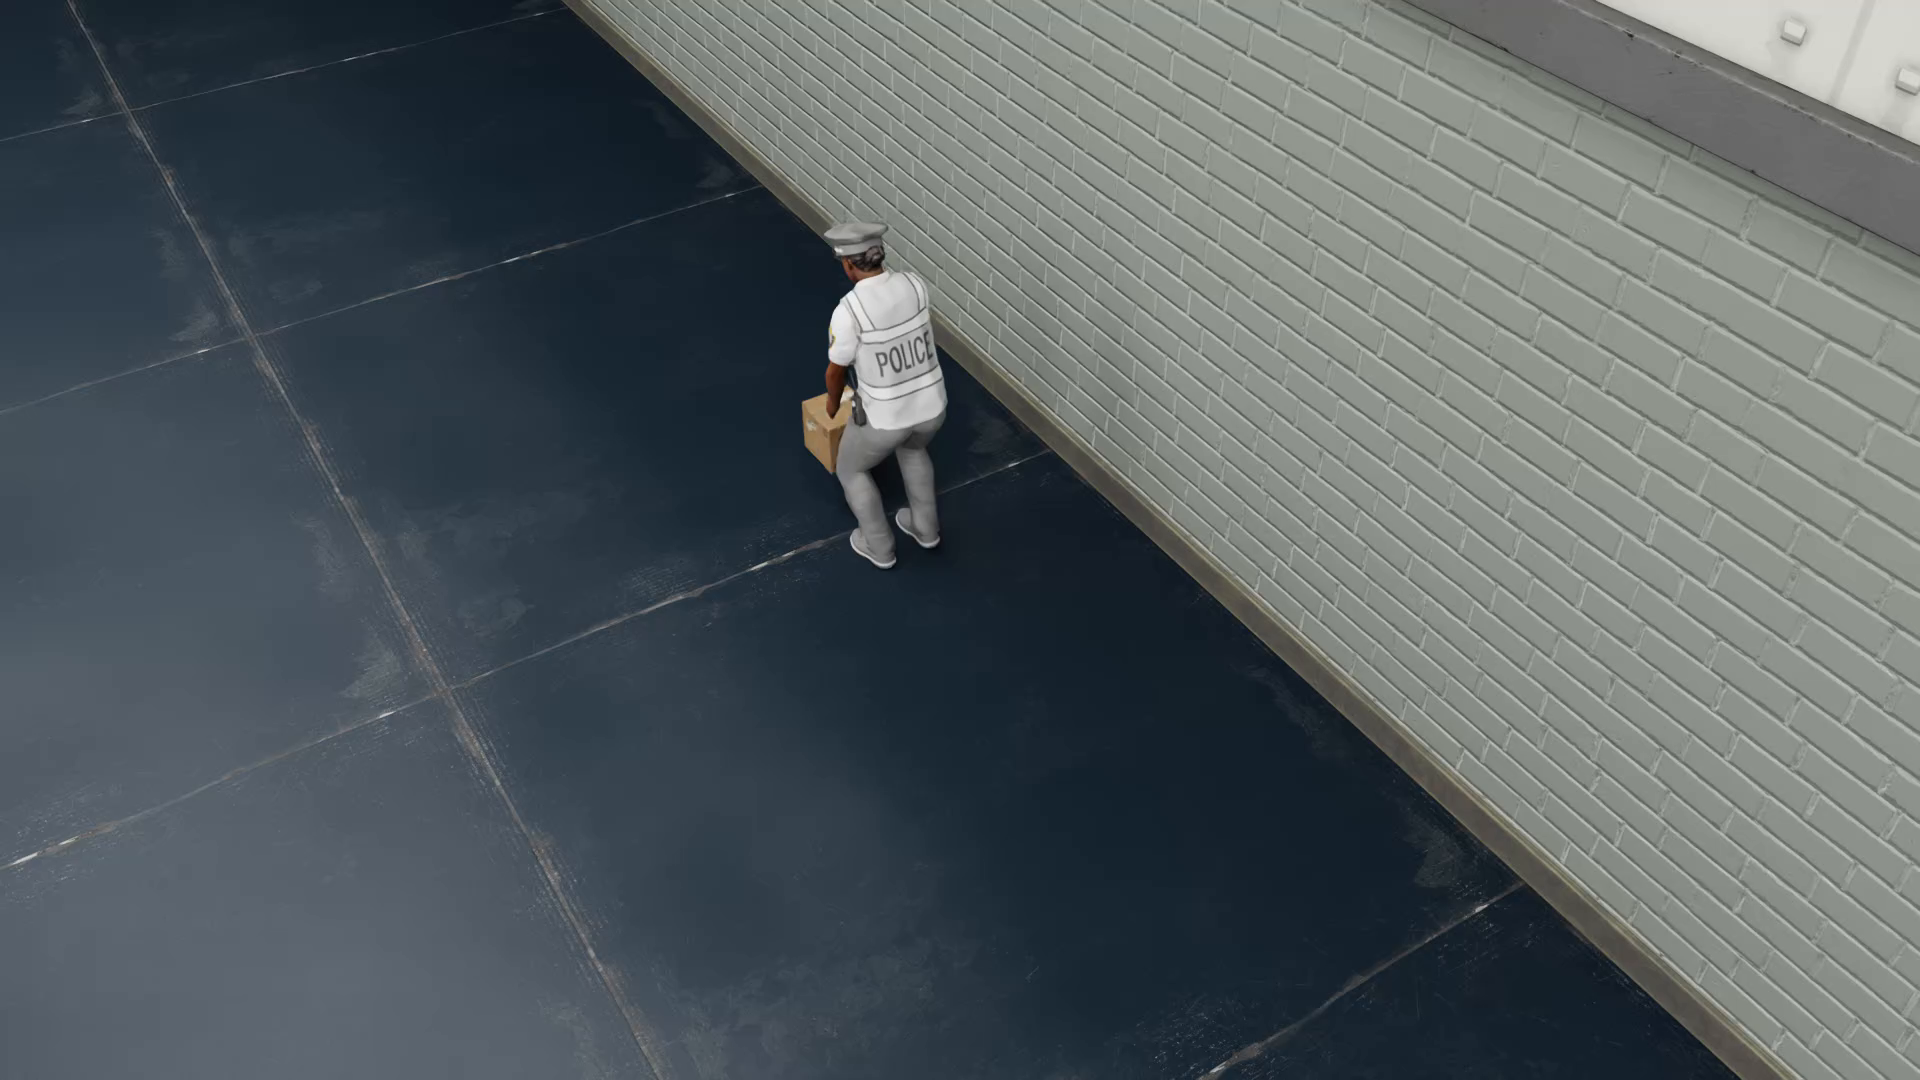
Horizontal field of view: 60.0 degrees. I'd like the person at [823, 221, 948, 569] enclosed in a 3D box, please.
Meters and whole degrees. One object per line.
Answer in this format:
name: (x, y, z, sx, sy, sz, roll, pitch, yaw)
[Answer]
person: (-0.326, -0.574, 6.904, 0.476, 1.563, 0.541, -22, 45, -23)
